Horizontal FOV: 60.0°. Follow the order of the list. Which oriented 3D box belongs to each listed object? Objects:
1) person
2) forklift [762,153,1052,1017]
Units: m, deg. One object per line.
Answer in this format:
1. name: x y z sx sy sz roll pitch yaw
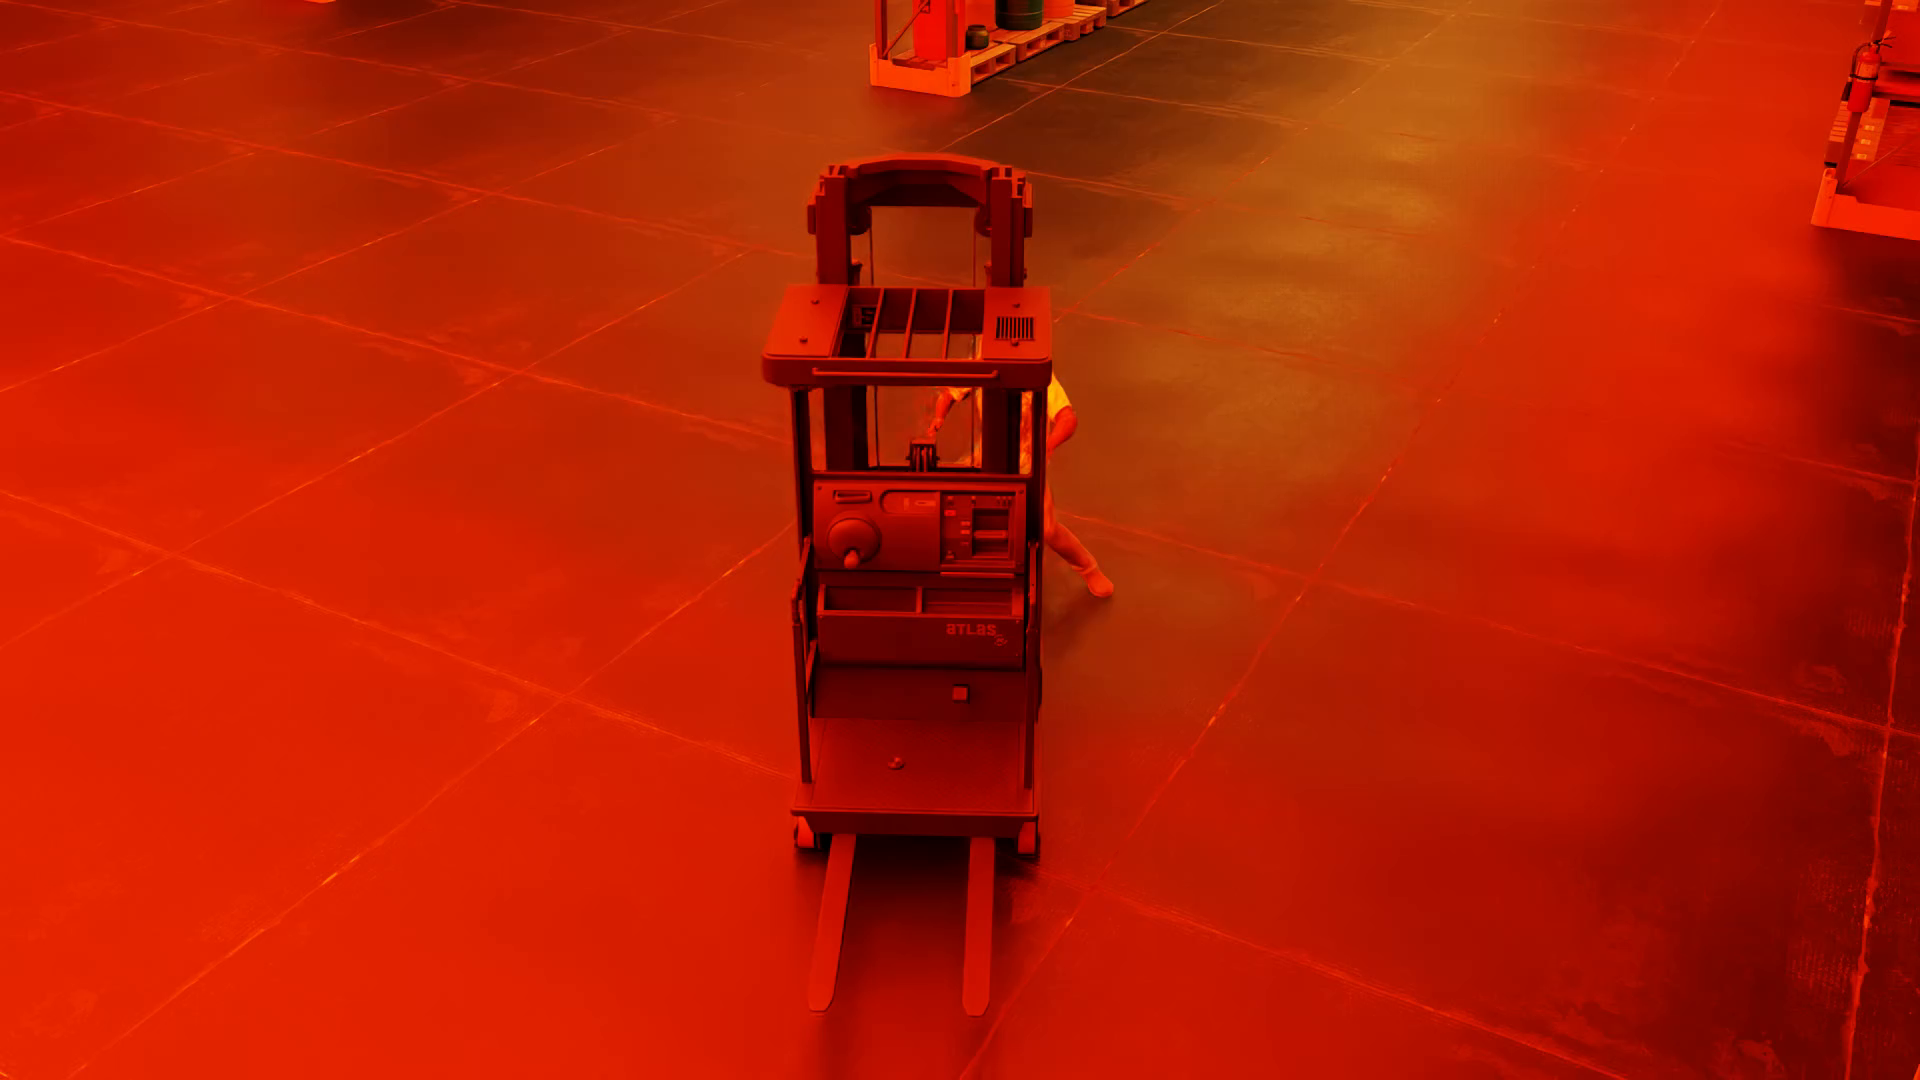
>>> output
1. person: 0.224 -0.430 9.202 1.293 1.543 0.722 22 36 33
2. forklift: -0.182 -0.010 7.088 1.130 2.935 3.031 1 30 2
